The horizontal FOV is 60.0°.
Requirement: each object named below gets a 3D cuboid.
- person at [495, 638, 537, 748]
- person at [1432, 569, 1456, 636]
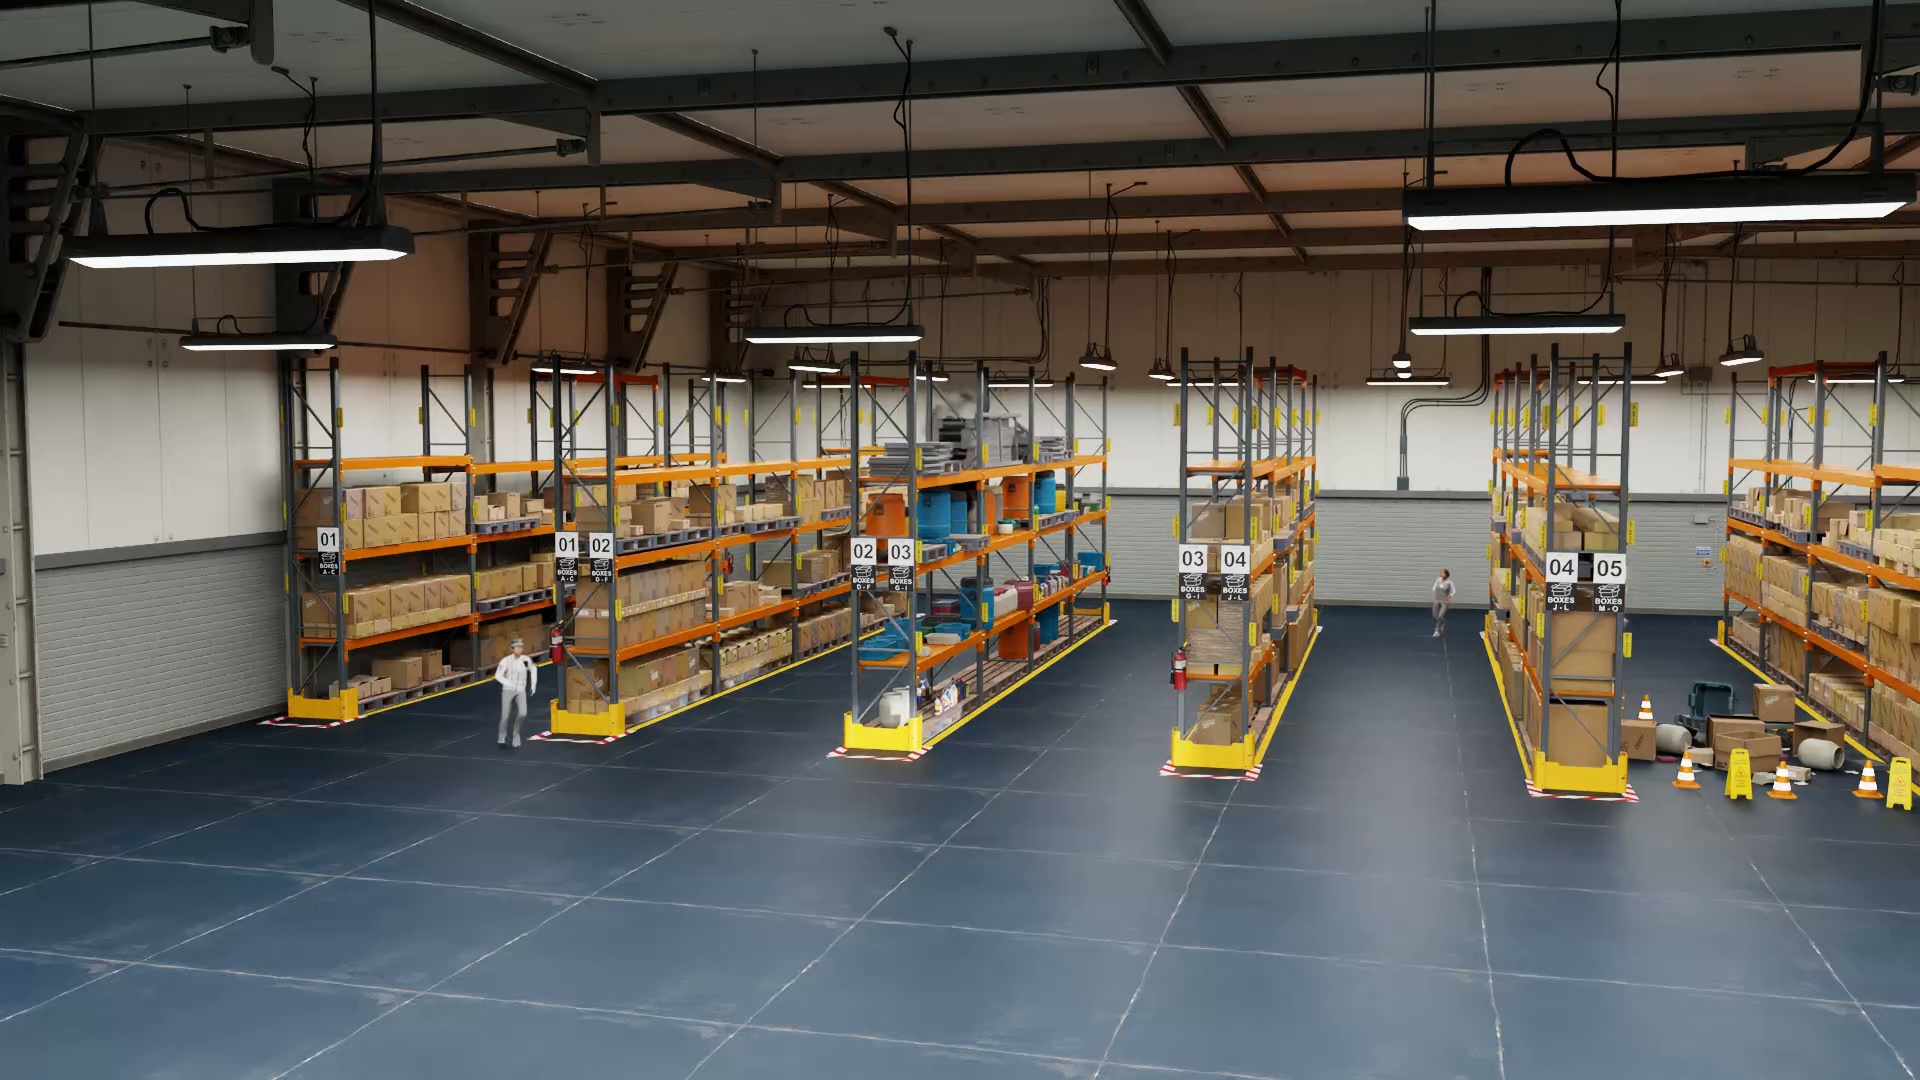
[{"bbox_3d":[-6.741,2.322,25.316,0.667,1.685,0.628,-2,5,-27],"label":"person"},{"bbox_3d":[11.126,1.435,38.208,0.558,1.552,0.547,3,5,38],"label":"person"}]
